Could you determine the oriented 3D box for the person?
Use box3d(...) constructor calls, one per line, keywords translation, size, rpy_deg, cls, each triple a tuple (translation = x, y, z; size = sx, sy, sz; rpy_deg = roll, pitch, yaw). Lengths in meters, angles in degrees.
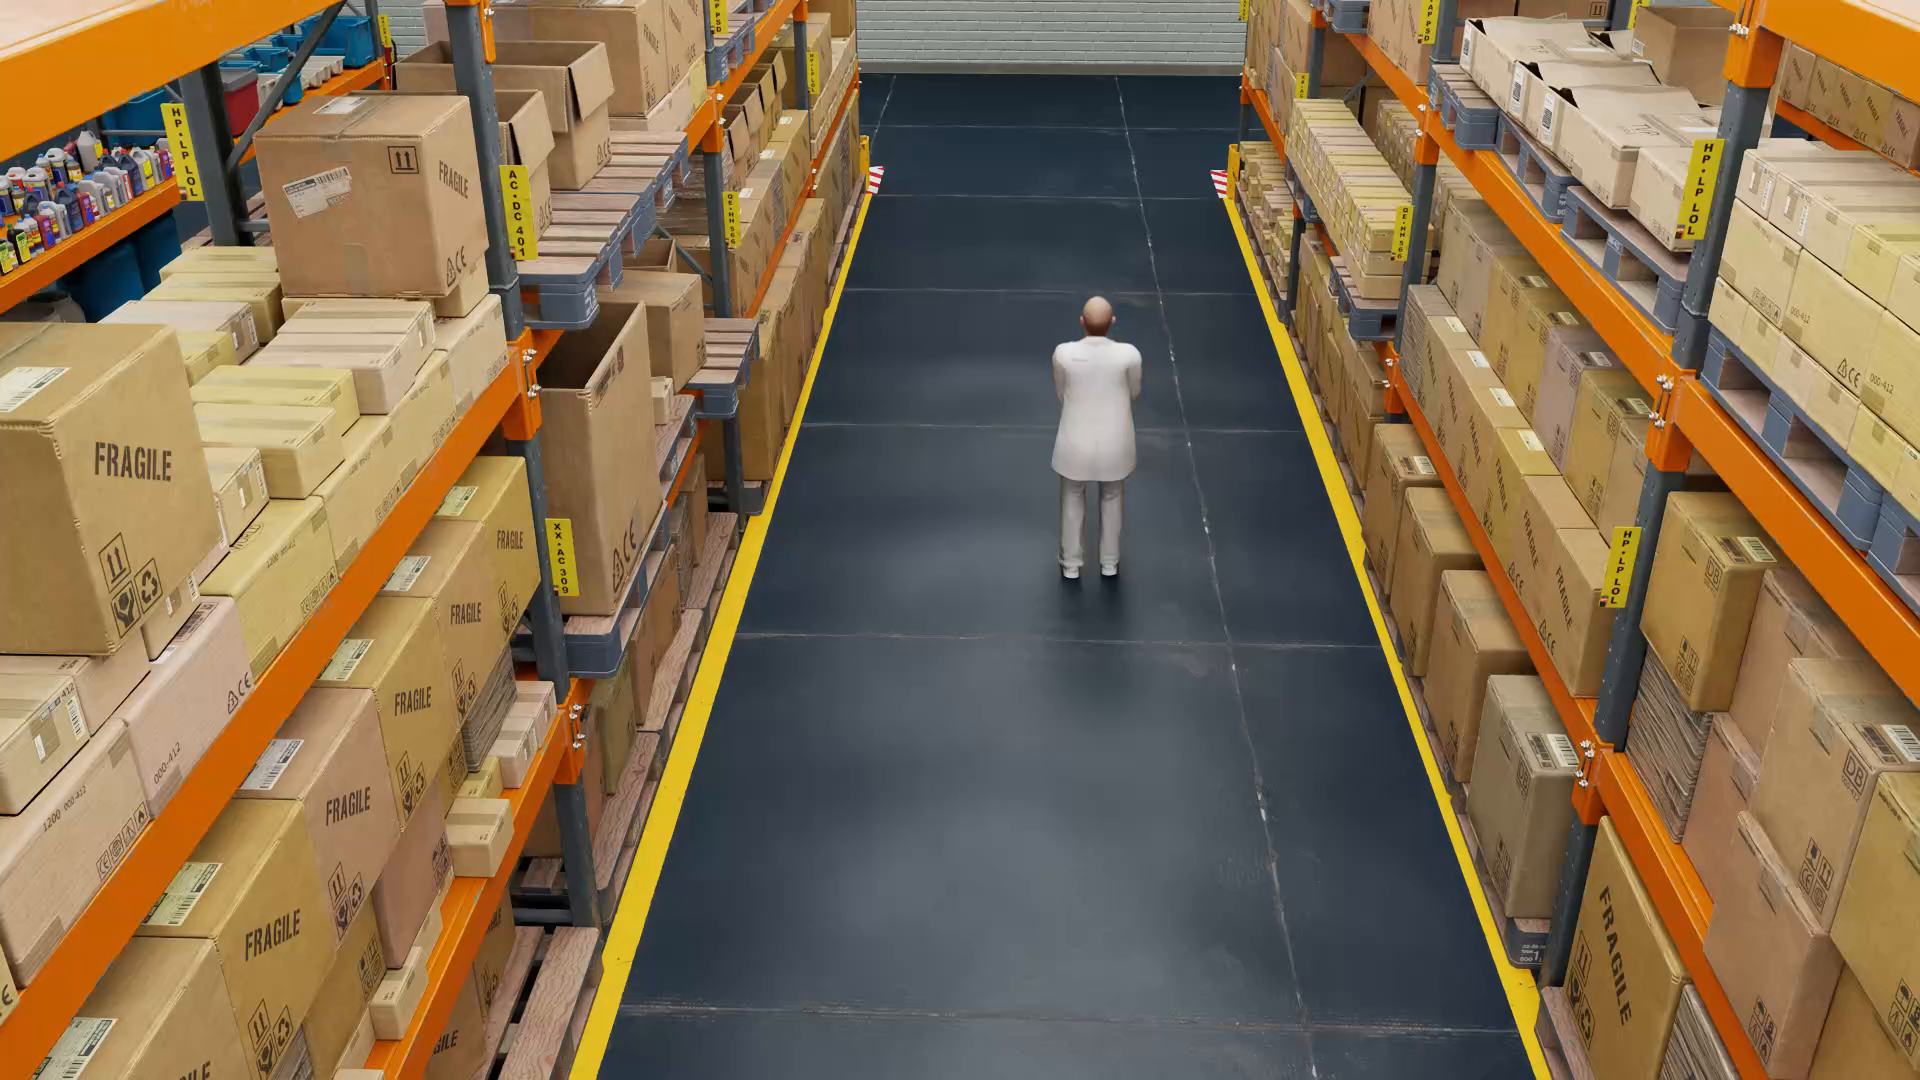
box3d(translation=(0.798, -0.650, 9.887), size=(0.528, 1.772, 0.560), rpy_deg=(1, 28, 3), cls="person")
